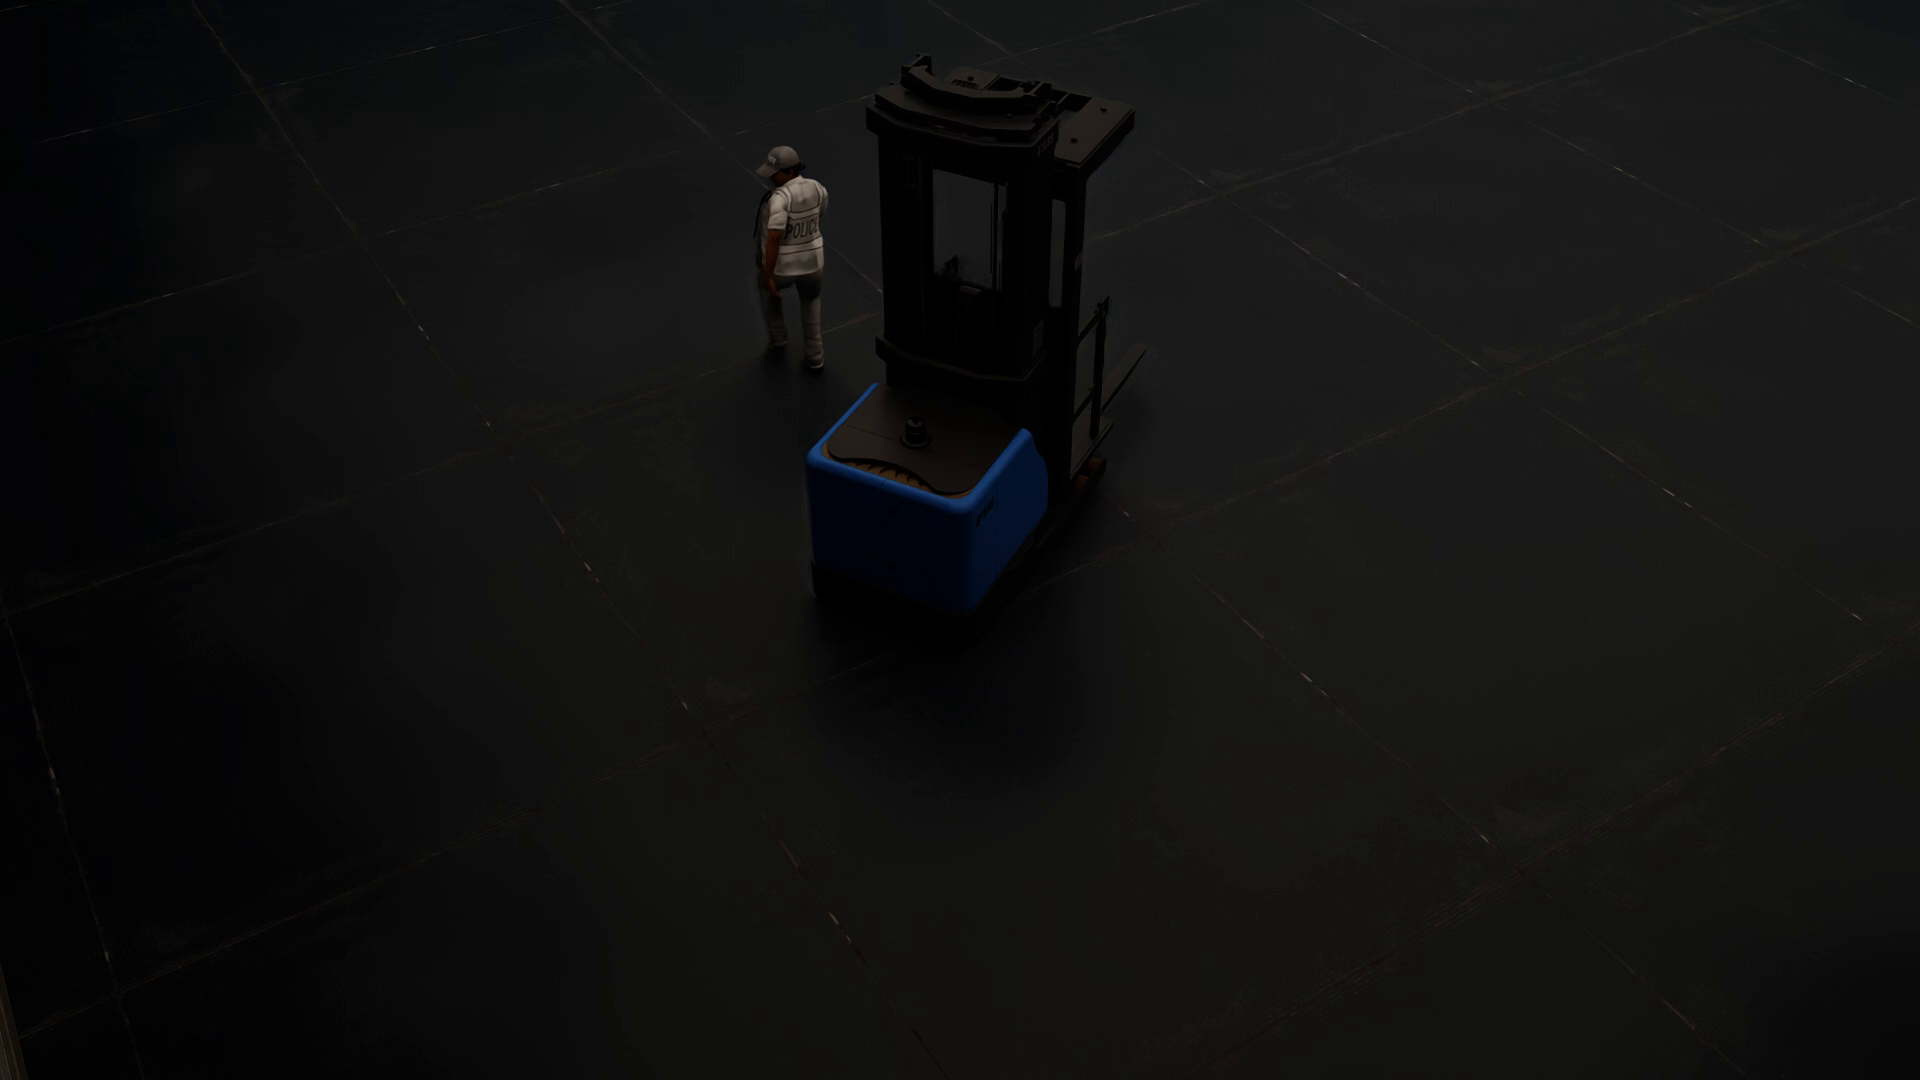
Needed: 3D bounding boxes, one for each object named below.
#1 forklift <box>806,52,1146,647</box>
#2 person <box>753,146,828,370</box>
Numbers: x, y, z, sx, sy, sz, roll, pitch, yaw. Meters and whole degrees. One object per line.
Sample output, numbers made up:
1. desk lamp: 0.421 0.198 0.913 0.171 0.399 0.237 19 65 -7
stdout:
1. forklift: 0.269 -1.470 9.553 1.130 2.935 3.031 19 45 20
2. person: -1.098 -1.834 11.028 0.576 1.662 0.732 -16 44 -18
